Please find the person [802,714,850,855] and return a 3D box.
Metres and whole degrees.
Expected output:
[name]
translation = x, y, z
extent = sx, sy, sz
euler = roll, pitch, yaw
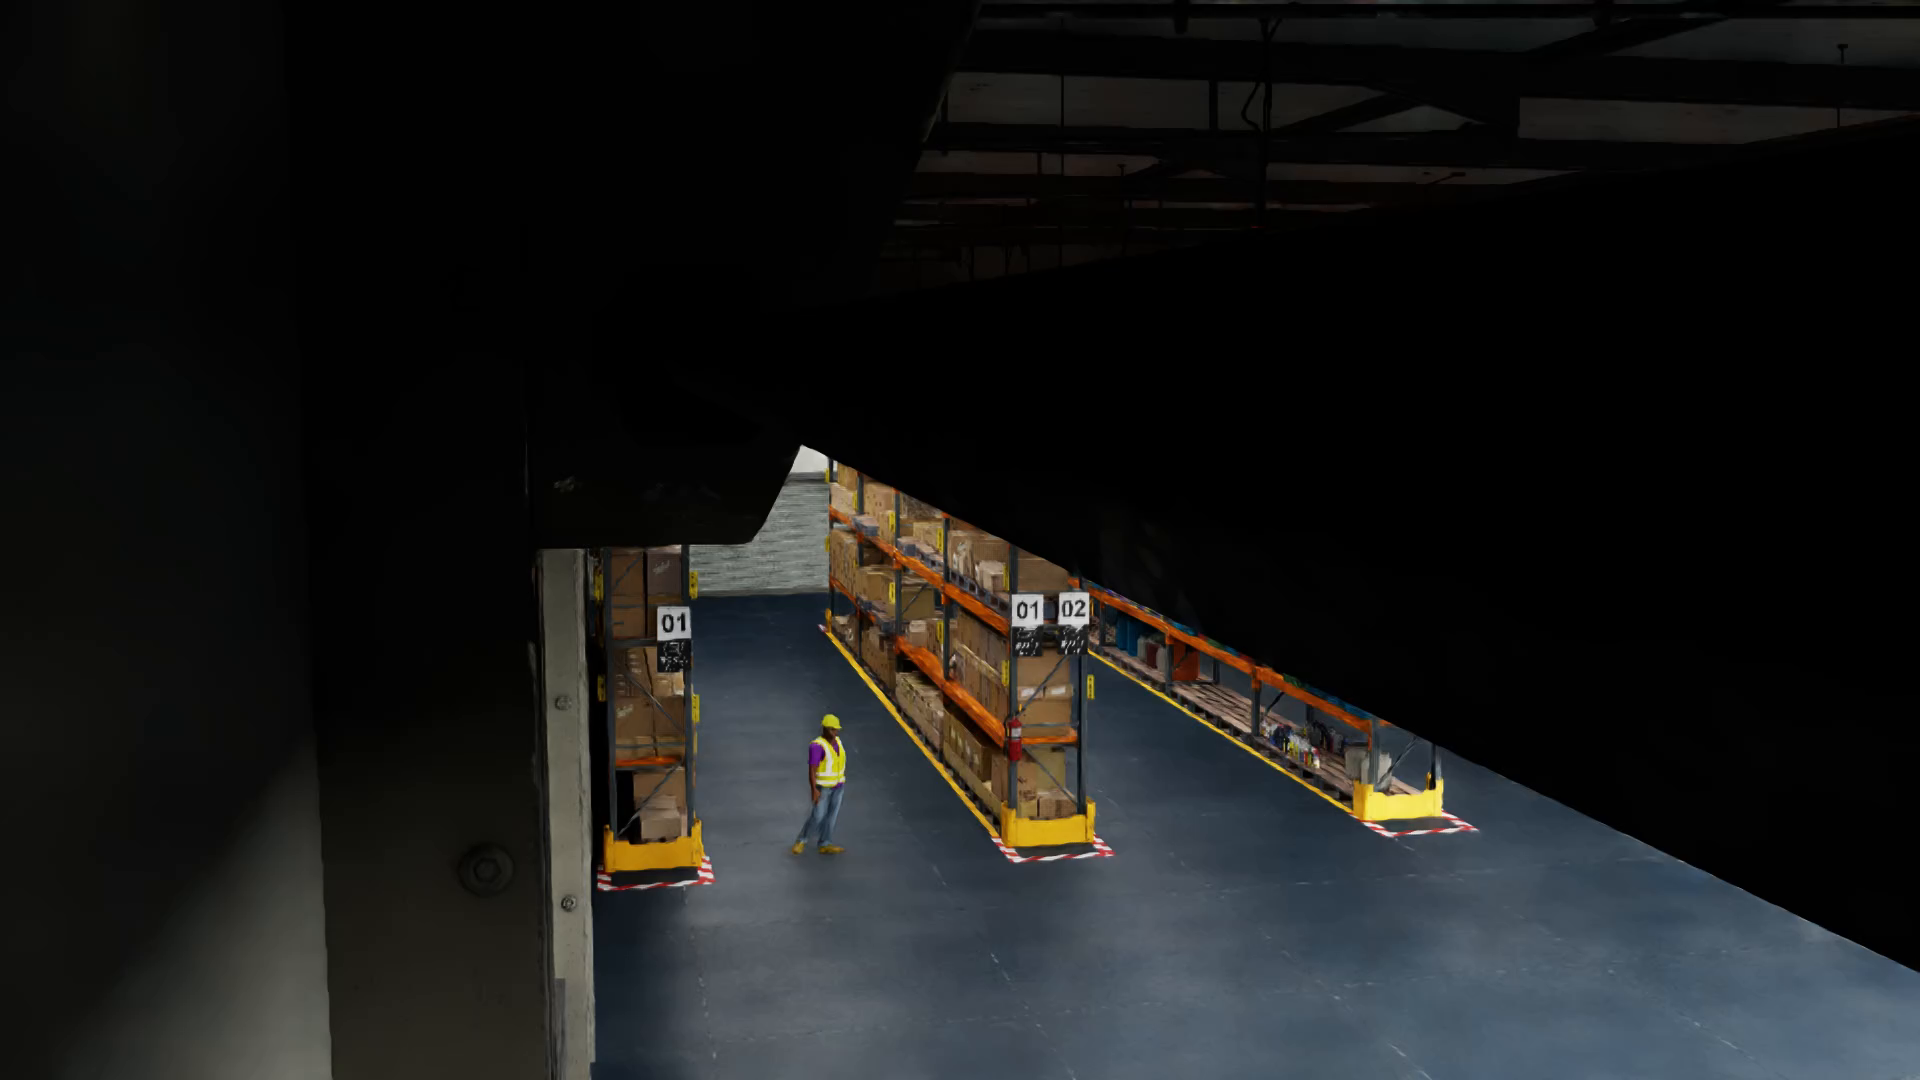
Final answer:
[person]
translation = -1.644, 3.013, 20.549
extent = 0.511, 1.755, 0.695
euler = 4, 8, 30
